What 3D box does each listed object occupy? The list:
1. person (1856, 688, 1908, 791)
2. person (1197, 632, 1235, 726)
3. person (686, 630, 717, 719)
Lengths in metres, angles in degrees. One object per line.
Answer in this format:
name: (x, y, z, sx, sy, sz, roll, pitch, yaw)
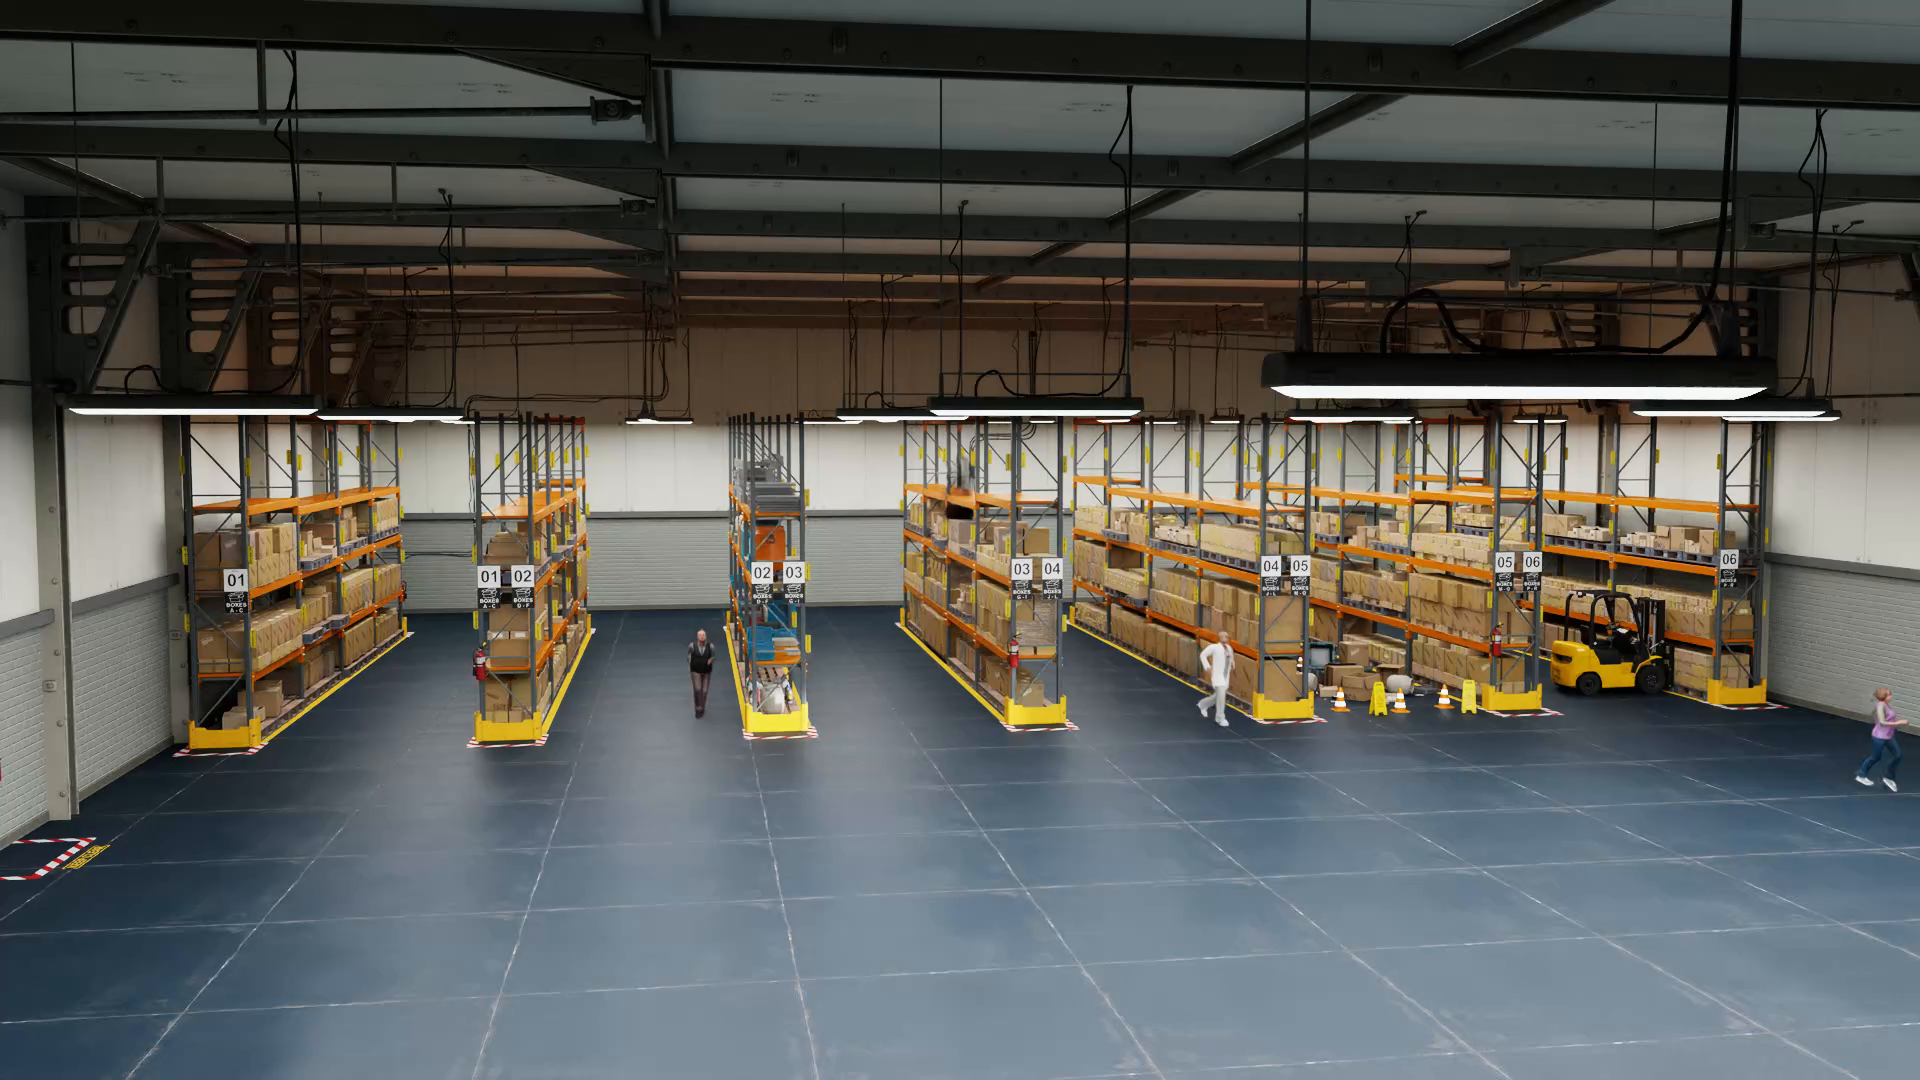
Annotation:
person: (14.547, 3.147, 26.212, 0.507, 1.627, 0.702, -3, 5, -42)
person: (5.035, 2.670, 32.309, 0.750, 1.782, 0.959, -3, 5, -37)
person: (-5.096, 2.647, 32.842, 0.574, 1.760, 0.847, -1, 4, -20)
